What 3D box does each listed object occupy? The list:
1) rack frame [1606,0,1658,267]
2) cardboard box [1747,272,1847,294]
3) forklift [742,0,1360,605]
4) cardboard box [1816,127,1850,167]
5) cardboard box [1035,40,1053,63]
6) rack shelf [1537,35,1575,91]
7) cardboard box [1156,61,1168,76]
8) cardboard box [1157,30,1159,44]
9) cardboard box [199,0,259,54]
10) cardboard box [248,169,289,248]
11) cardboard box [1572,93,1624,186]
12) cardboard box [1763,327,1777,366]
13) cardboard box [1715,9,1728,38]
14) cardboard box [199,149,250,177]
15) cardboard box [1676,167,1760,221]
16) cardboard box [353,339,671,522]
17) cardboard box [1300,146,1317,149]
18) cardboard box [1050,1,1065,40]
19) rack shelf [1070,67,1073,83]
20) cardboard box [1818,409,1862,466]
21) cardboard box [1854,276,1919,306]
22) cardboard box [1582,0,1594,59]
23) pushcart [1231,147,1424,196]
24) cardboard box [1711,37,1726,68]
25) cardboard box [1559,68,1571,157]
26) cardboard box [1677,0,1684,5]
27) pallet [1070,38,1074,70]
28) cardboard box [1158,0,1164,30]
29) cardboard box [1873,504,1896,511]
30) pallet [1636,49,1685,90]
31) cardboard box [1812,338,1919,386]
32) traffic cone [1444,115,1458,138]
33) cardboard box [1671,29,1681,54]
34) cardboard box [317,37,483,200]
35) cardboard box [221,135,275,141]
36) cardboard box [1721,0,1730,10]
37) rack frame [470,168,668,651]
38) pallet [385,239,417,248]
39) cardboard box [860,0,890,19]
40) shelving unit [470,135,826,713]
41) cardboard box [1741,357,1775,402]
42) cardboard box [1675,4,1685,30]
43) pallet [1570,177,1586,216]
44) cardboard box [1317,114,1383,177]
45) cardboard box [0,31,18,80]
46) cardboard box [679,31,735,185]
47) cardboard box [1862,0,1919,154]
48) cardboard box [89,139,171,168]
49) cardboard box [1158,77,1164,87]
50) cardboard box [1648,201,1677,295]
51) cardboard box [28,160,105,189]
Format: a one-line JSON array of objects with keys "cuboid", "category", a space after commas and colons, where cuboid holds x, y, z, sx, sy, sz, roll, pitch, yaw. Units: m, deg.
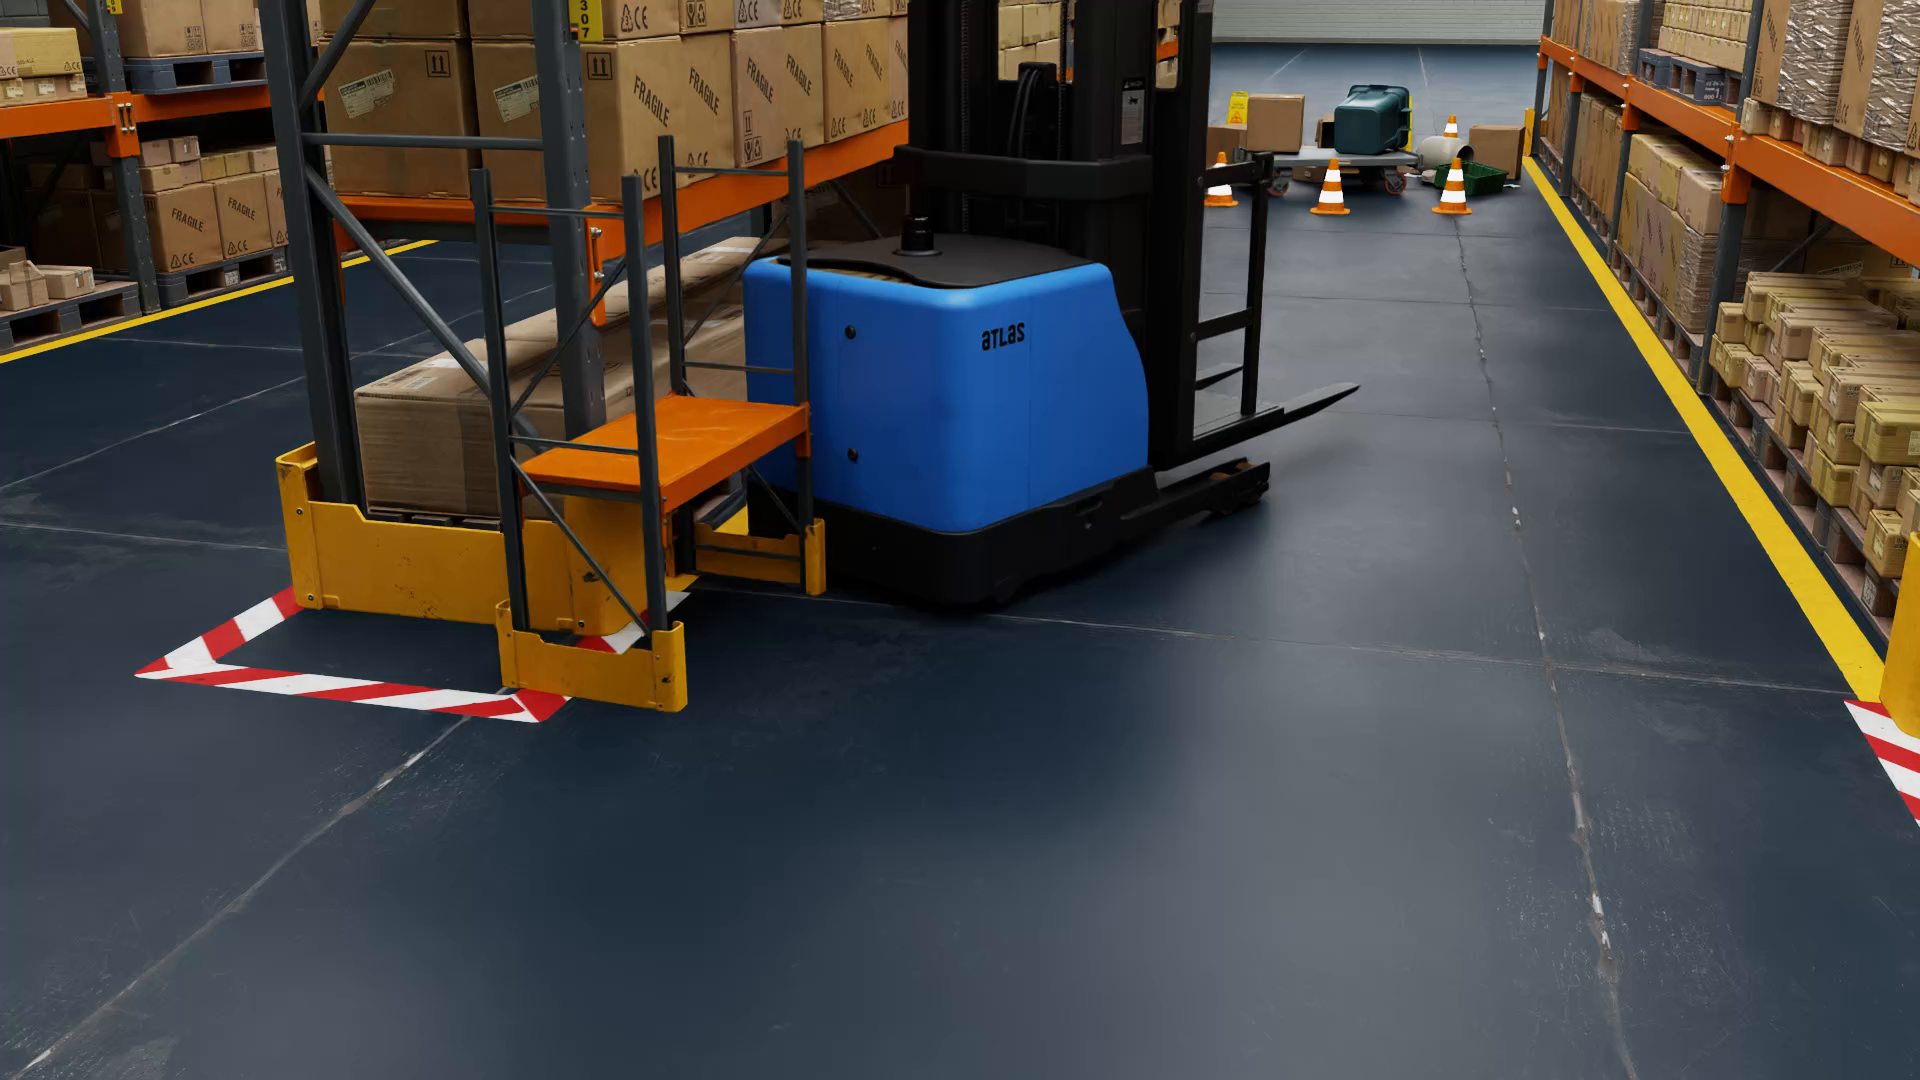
[{"cuboid": [5.152, -3.363, 11.391, 1.000, 3.000, 0.127, 5, 19, 13], "category": "rack frame"}, {"cuboid": [3.889, -1.148, 7.749, 0.380, 0.149, 0.250, 5, 20, 16], "category": "cardboard box"}, {"cuboid": [0.582, -1.579, 6.275, 1.130, 2.935, 3.031, 15, 24, 38], "category": "forklift"}, {"cuboid": [3.513, -1.510, 6.358, 0.380, 0.149, 0.250, 6, 20, 16], "category": "cardboard box"}, {"cuboid": [0.346, -3.310, 11.471, 0.500, 0.250, 0.500, 5, 19, 14], "category": "cardboard box"}, {"cuboid": [6.618, -4.903, 17.014, 1.077, 0.370, 4.000, 5, 19, 13], "category": "rack shelf"}, {"cuboid": [1.986, -4.979, 17.564, 0.380, 0.149, 0.250, 6, 20, 17], "category": "cardboard box"}, {"cuboid": [1.833, -5.174, 17.083, 0.380, 0.149, 0.250, 5, 20, 15], "category": "cardboard box"}, {"cuboid": [-5.003, -3.401, 10.700, 0.700, 0.500, 0.500, 5, 19, 14], "category": "cardboard box"}, {"cuboid": [-4.881, -2.332, 11.593, 0.500, 0.500, 0.500, 4, 19, 12], "category": "cardboard box"}, {"cuboid": [6.065, -3.549, 14.767, 1.050, 0.750, 0.750, 5, 19, 13], "category": "cardboard box"}, {"cuboid": [3.776, -0.845, 7.322, 0.380, 0.149, 0.250, 5, 19, 13], "category": "cardboard box"}, {"cuboid": [4.334, -2.797, 9.016, 0.380, 0.149, 0.250, 4, 19, 11], "category": "cardboard box"}, {"cuboid": [-5.021, -2.534, 11.181, 0.380, 0.149, 0.250, 4, 19, 12], "category": "cardboard box"}, {"cuboid": [4.250, -1.893, 9.146, 0.500, 0.250, 0.500, 6, 20, 16], "category": "cardboard box"}, {"cuboid": [-1.563, -0.415, 6.077, 0.875, 0.438, 0.875, 4, 19, 12], "category": "cardboard box"}, {"cuboid": [3.920, -4.310, 18.576, 0.380, 0.149, 0.250, 17, 25, 41], "category": "cardboard box"}, {"cuboid": [0.455, -3.715, 11.883, 0.500, 0.250, 0.500, 5, 19, 13], "category": "cardboard box"}, {"cuboid": [0.816, -4.008, 14.395, 1.077, 0.370, 4.000, 5, 19, 13], "category": "rack shelf"}, {"cuboid": [3.289, -0.360, 5.901, 0.380, 0.149, 0.250, 5, 19, 14], "category": "cardboard box"}, {"cuboid": [4.340, -1.108, 7.631, 0.380, 0.149, 0.250, 5, 20, 15], "category": "cardboard box"}, {"cuboid": [5.617, -4.362, 14.162, 0.500, 0.500, 0.500, 5, 19, 14], "category": "cardboard box"}, {"cuboid": [3.527, -3.570, 16.056, 1.648, 0.377, 0.936, -2, 19, -6], "category": "pushcart"}, {"cuboid": [4.329, -2.654, 9.057, 0.380, 0.149, 0.250, 4, 19, 11], "category": "cardboard box"}, {"cuboid": [6.567, -4.284, 16.727, 0.875, 0.875, 0.875, 5, 19, 14], "category": "cardboard box"}, {"cuboid": [4.724, -3.433, 10.417, 0.380, 0.149, 0.250, 5, 19, 13], "category": "cardboard box"}, {"cuboid": [0.398, -3.863, 13.153, 1.213, 0.211, 1.003, 5, 19, 13], "category": "pallet"}, {"cuboid": [1.782, -5.439, 16.855, 0.500, 0.500, 0.500, 5, 19, 13], "category": "cardboard box"}, {"cuboid": [3.236, -0.051, 5.456, 0.380, 0.149, 0.250, 5, 19, 13], "category": "cardboard box"}, {"cuboid": [5.081, -3.040, 10.744, 1.213, 0.211, 1.003, 5, 19, 13], "category": "pallet"}, {"cuboid": [3.483, -0.661, 6.321, 0.380, 0.149, 0.250, 5, 19, 14], "category": "cardboard box"}, {"cuboid": [5.600, -4.615, 18.984, 0.336, 0.463, 0.334, 5, 19, 13], "category": "traffic cone"}, {"cuboid": [4.716, -3.149, 10.506, 0.380, 0.149, 0.250, 6, 20, 16], "category": "cardboard box"}, {"cuboid": [-1.766, -1.434, 5.590, 0.500, 0.500, 0.500, 5, 19, 14], "category": "cardboard box"}, {"cuboid": [-5.181, -2.887, 12.213, 0.380, 0.149, 0.250, 5, 19, 14], "category": "cardboard box"}, {"cuboid": [4.340, -2.936, 8.960, 0.380, 0.149, 0.250, 4, 19, 12], "category": "cardboard box"}, {"cuboid": [-1.069, -0.258, 4.619, 0.500, 1.500, 0.032, 7, 20, 18], "category": "rack frame"}, {"cuboid": [-4.706, -2.562, 13.362, 1.003, 0.211, 1.213, 5, 19, 13], "category": "pallet"}, {"cuboid": [-0.630, -2.660, 7.634, 0.500, 0.500, 0.500, 4, 19, 13], "category": "cardboard box"}, {"cuboid": [-0.905, -0.410, 5.065, 0.587, 1.500, 1.083, 7, 20, 18], "category": "shelving unit"}, {"cuboid": [3.699, -0.704, 7.370, 0.380, 0.149, 0.250, 5, 19, 13], "category": "cardboard box"}, {"cuboid": [4.713, -3.278, 10.424, 0.380, 0.149, 0.250, 4, 19, 12], "category": "cardboard box"}, {"cuboid": [6.014, -3.049, 14.787, 1.003, 0.211, 1.213, 5, 19, 13], "category": "pallet"}, {"cuboid": [4.087, -4.068, 17.109, 0.797, 0.637, 0.503, 5, 19, 13], "category": "cardboard box"}, {"cuboid": [-5.460, -2.592, 8.906, 0.500, 0.250, 0.500, 5, 19, 14], "category": "cardboard box"}, {"cuboid": [-1.135, -1.550, 5.931, 0.500, 0.500, 0.500, 4, 19, 13], "category": "cardboard box"}, {"cuboid": [3.303, -1.525, 5.397, 0.500, 0.500, 0.500, 5, 19, 14], "category": "cardboard box"}, {"cuboid": [-5.178, -2.419, 10.382, 0.380, 0.149, 0.250, 4, 19, 12], "category": "cardboard box"}, {"cuboid": [1.830, -4.560, 17.342, 0.500, 0.500, 0.500, 5, 20, 16], "category": "cardboard box"}, {"cuboid": [4.366, -1.698, 9.735, 0.500, 0.500, 0.500, 4, 19, 12], "category": "cardboard box"}, {"cuboid": [-5.654, -2.320, 10.553, 0.380, 0.149, 0.250, 4, 19, 11], "category": "cardboard box"}]
